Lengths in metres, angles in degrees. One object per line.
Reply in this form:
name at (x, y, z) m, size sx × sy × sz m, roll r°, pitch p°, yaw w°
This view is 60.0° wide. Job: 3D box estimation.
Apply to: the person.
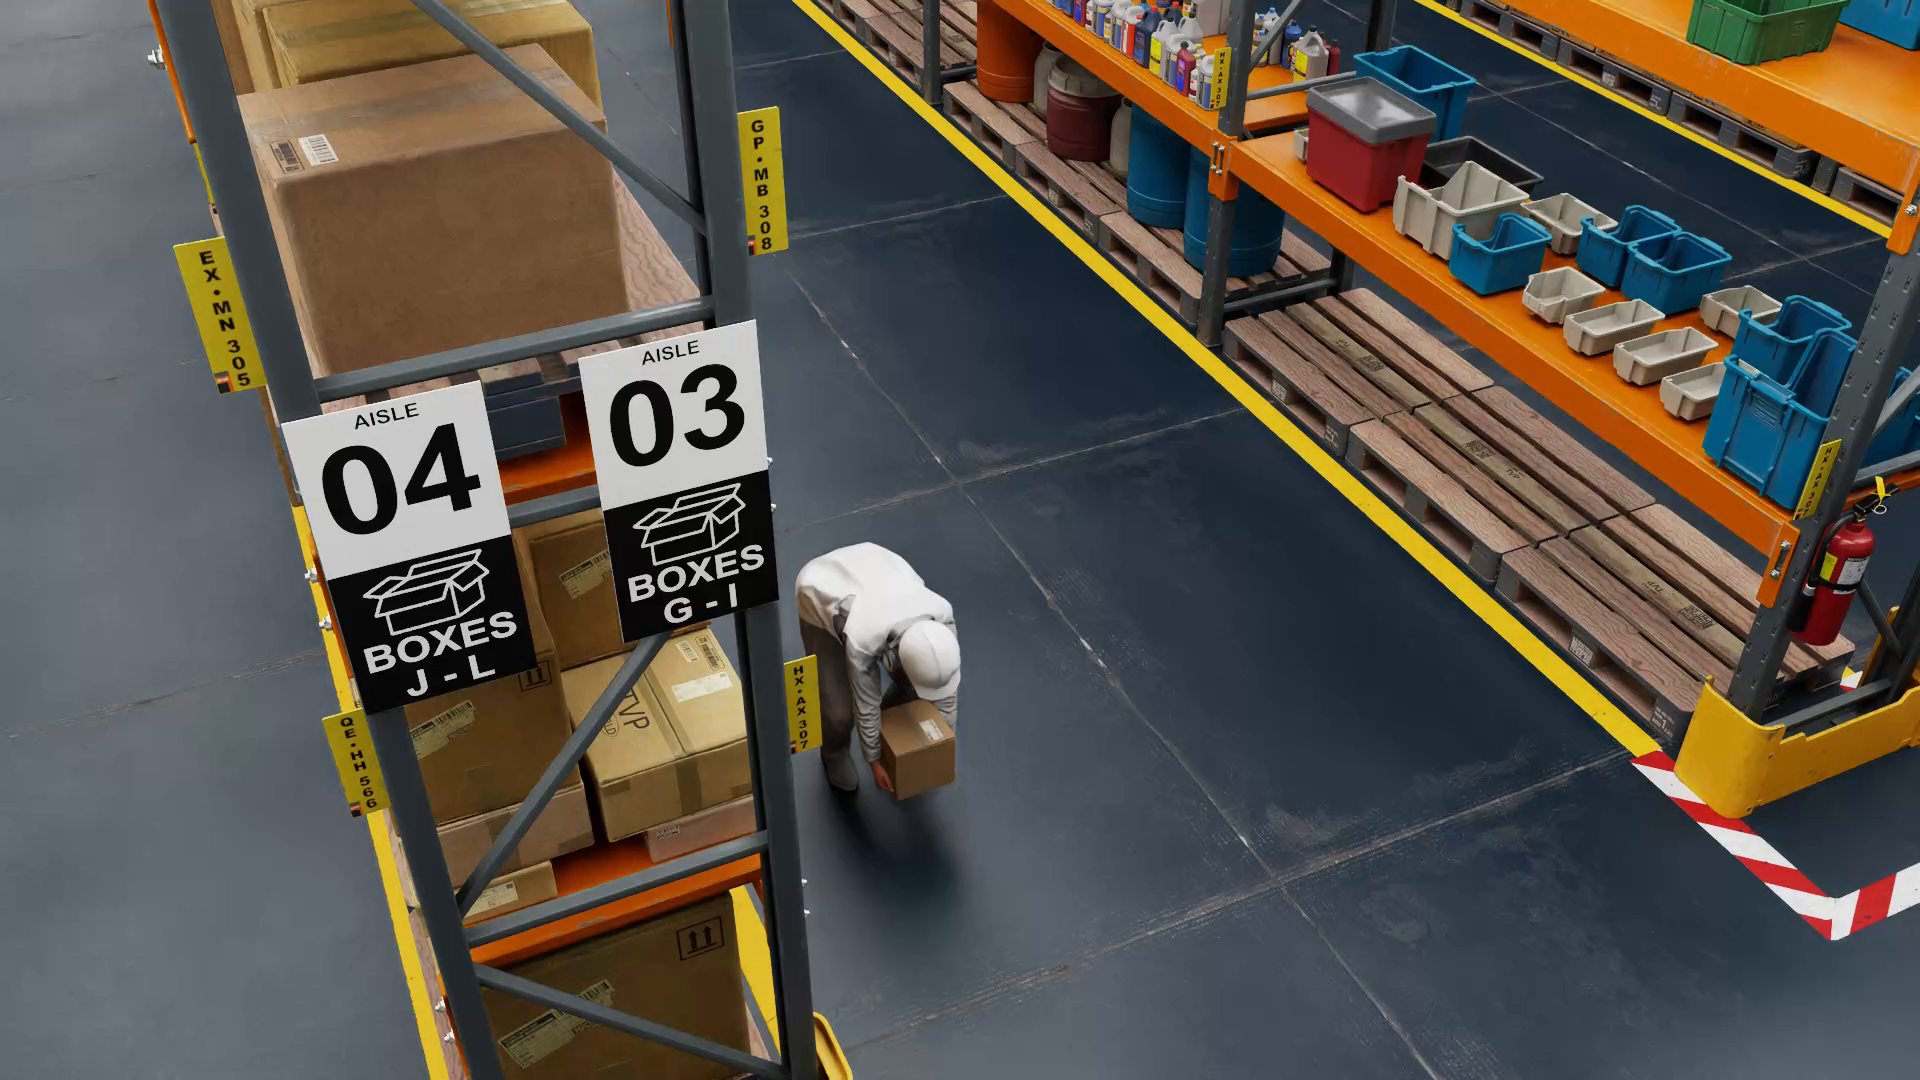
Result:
person at (-0.288, 0.587, 6.570) m, size 0.493 × 1.154 × 0.989 m, roll -18°, pitch 40°, yaw -22°
